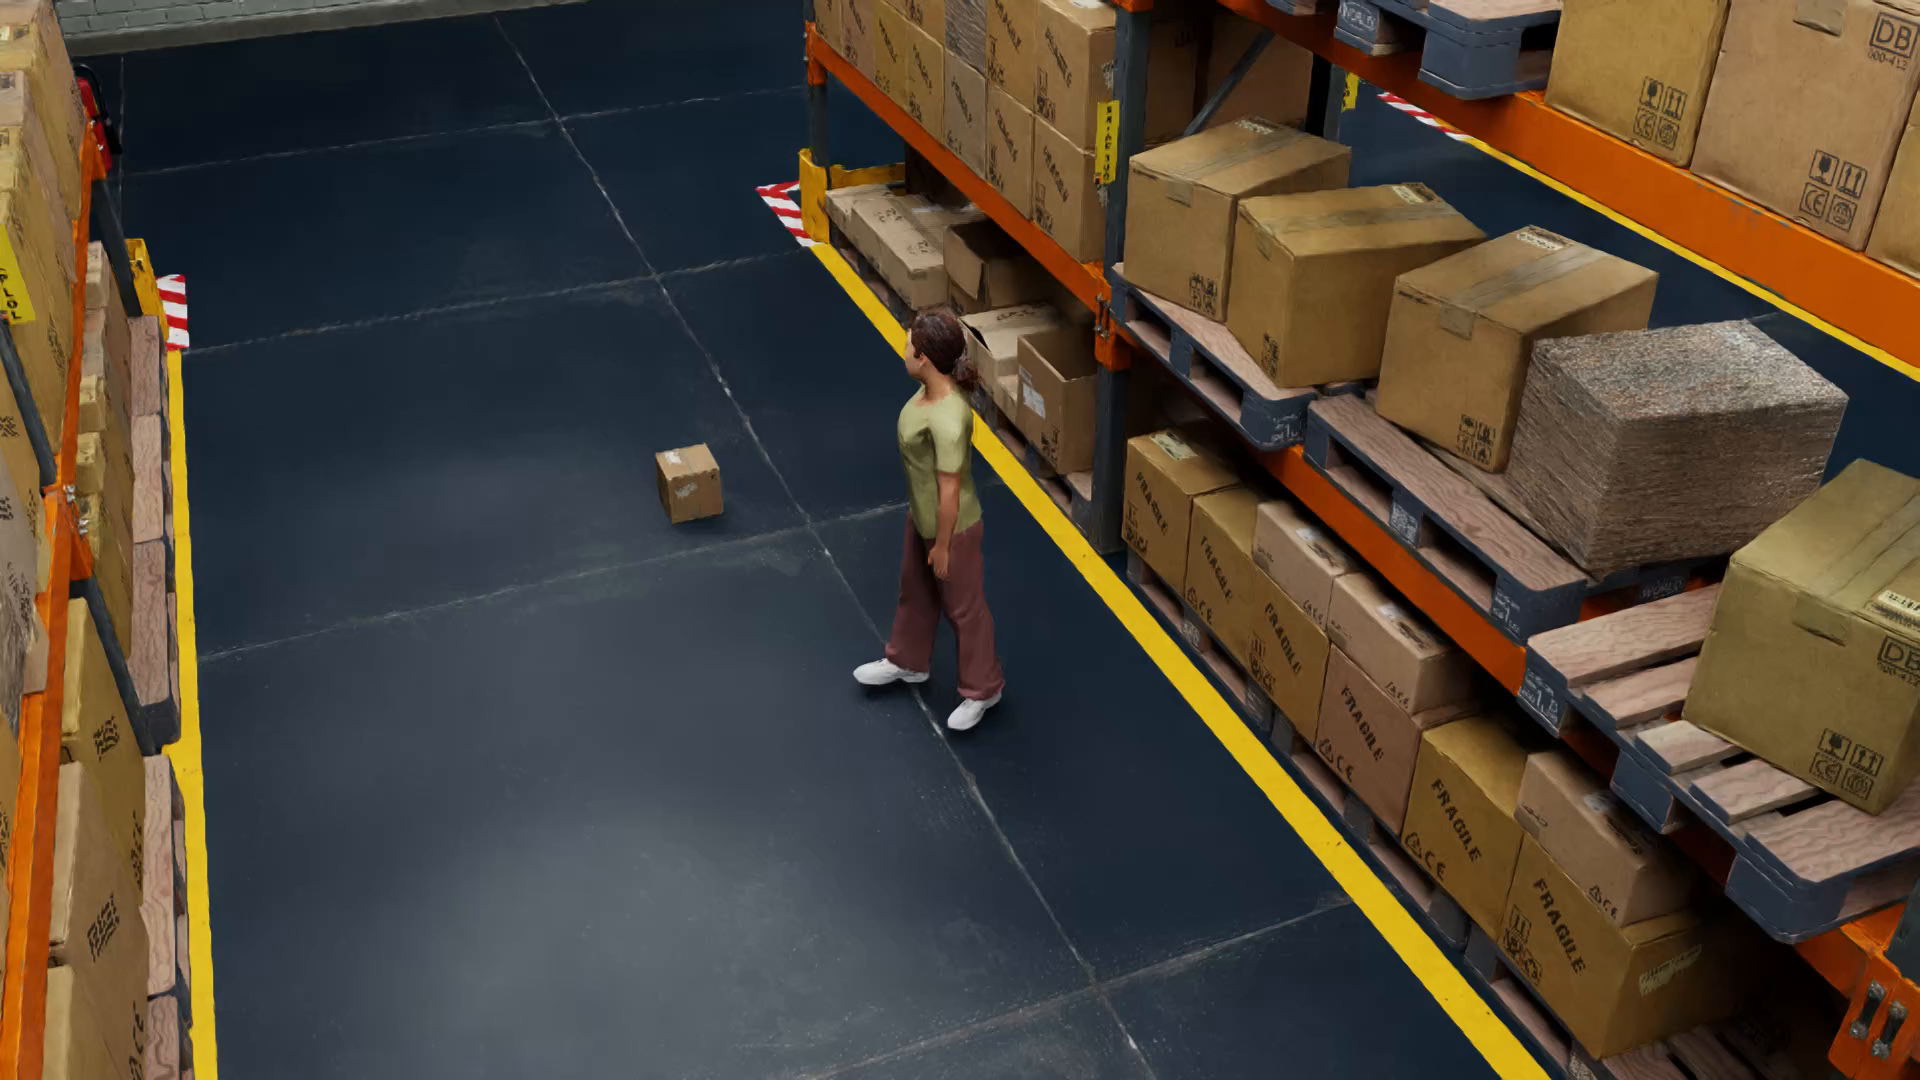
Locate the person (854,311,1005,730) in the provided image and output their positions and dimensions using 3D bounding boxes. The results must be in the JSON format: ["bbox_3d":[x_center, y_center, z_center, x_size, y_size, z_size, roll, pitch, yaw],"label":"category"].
[{"bbox_3d":[-0.125,0.018,6.299,0.578,1.417,0.562,-6,34,-9],"label":"person"}]
